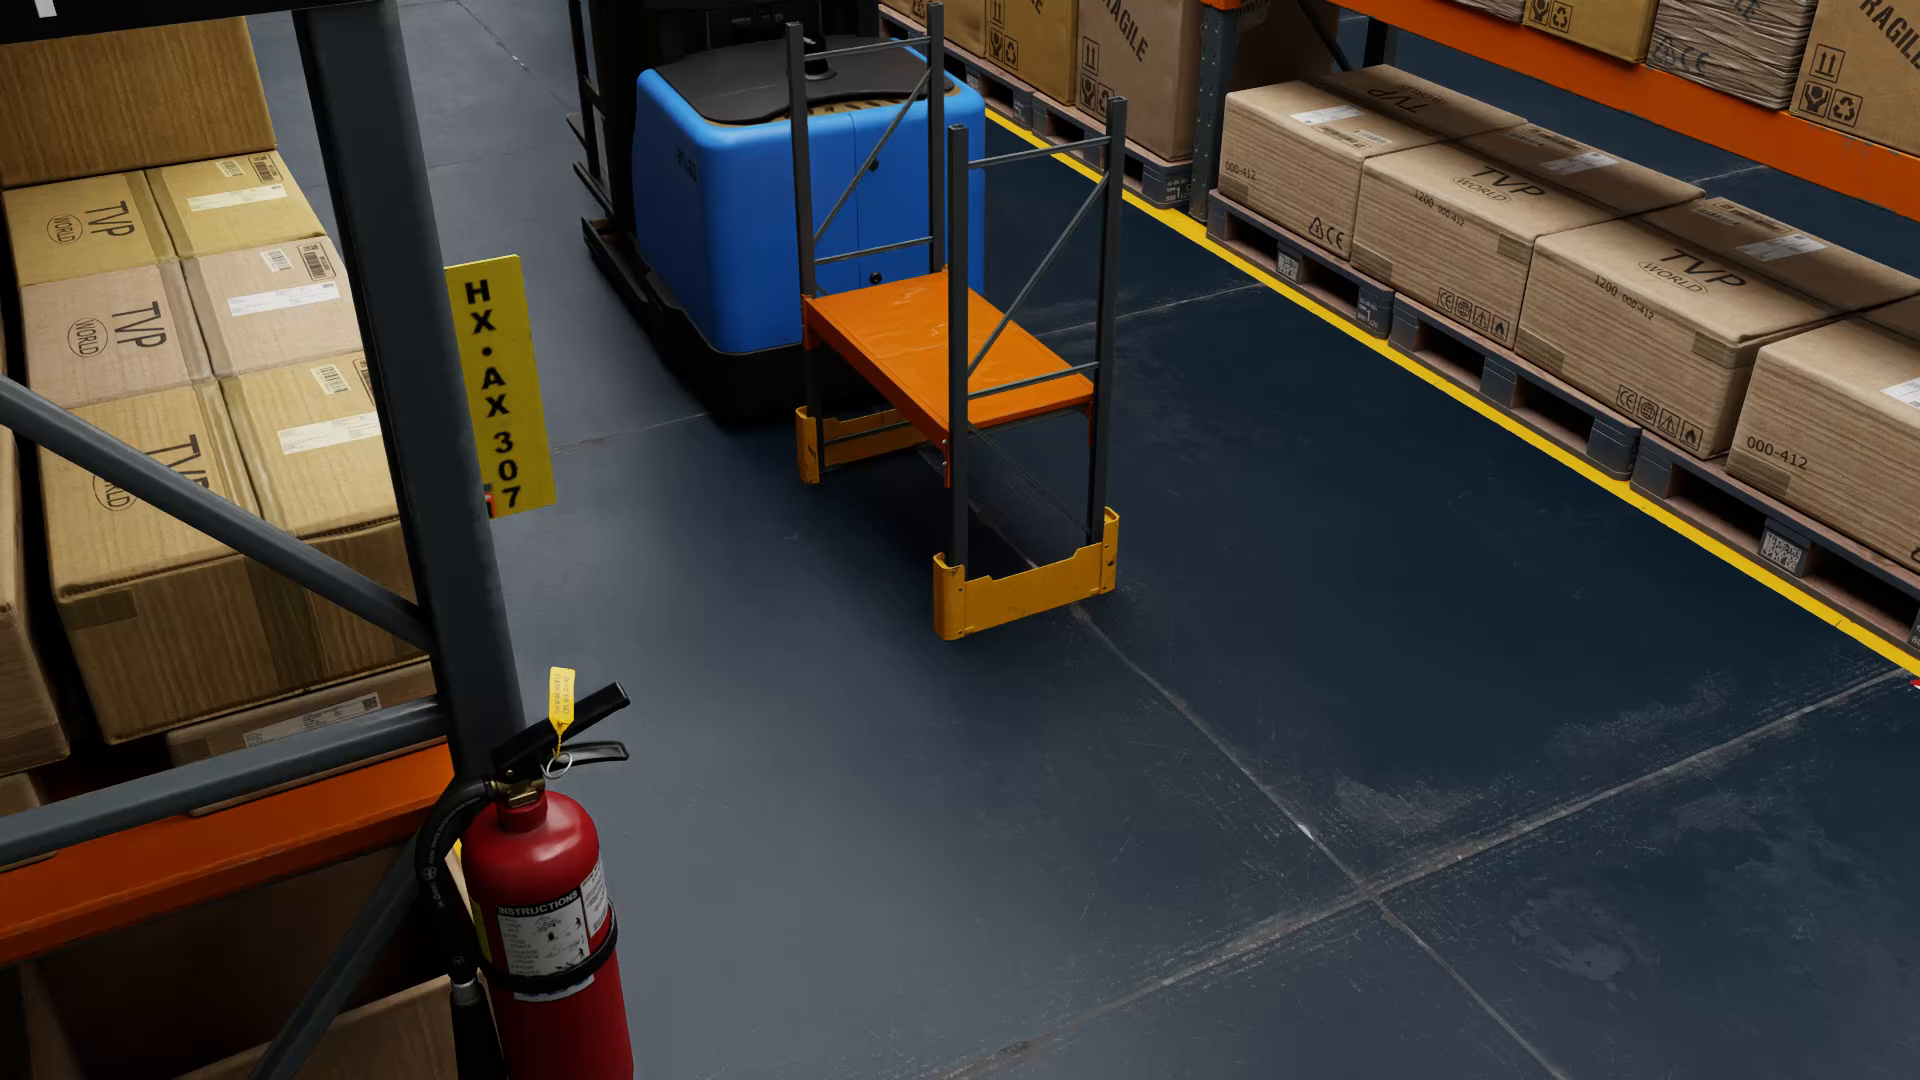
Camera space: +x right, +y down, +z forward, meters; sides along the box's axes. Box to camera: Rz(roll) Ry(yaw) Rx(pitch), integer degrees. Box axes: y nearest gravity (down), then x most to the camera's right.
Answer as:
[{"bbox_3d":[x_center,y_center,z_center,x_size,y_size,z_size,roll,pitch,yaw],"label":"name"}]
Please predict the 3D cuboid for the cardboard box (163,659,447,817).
[{"bbox_3d":[-0.930,0.210,2.374,0.380,0.149,0.250,-16,36,-23],"label":"cardboard box"}]

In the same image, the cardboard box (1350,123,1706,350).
[{"bbox_3d":[2.121,-1.173,6.287,0.875,0.438,0.875,-17,36,-24],"label":"cardboard box"}]

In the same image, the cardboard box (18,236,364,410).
[{"bbox_3d":[-1.228,-0.257,2.733,0.500,0.250,0.500,-15,36,-23],"label":"cardboard box"}]

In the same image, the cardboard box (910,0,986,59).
[{"bbox_3d":[0.301,-3.243,9.111,0.875,0.875,0.875,-15,36,-23],"label":"cardboard box"}]

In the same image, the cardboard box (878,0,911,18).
[{"bbox_3d":[-0.111,-3.670,9.777,0.875,0.875,0.875,-16,36,-24],"label":"cardboard box"}]

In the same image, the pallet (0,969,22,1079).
[{"bbox_3d":[-1.427,1.088,3.356,1.003,0.211,1.213,-16,36,-23],"label":"pallet"}]

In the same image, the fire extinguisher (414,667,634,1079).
[{"bbox_3d":[-0.542,0.474,2.147,0.296,0.674,0.183,-16,36,-23],"label":"fire extinguisher"}]

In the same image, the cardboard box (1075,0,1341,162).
[{"bbox_3d":[1.145,-2.387,7.775,0.875,0.875,0.875,-15,35,-22],"label":"cardboard box"}]

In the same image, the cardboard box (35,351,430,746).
[{"bbox_3d":[-0.992,-0.016,2.358,0.500,0.250,0.500,-16,36,-23],"label":"cardboard box"}]

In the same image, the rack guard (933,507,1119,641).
[{"bbox_3d":[0.197,0.096,4.868,0.587,0.250,0.087,-16,36,-23],"label":"rack guard"}]

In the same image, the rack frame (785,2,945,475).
[{"bbox_3d":[-0.277,-0.915,5.288,0.500,1.500,0.032,-16,36,-23],"label":"rack frame"}]

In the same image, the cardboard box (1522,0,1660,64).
[{"bbox_3d":[2.190,-1.855,5.273,0.500,0.500,0.500,-15,35,-22],"label":"cardboard box"}]

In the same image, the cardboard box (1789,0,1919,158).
[{"bbox_3d":[2.690,-1.369,4.514,0.500,0.500,0.500,-17,36,-24],"label":"cardboard box"}]

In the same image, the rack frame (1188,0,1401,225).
[{"bbox_3d":[1.505,-2.829,6.885,1.000,3.000,0.127,-16,36,-23],"label":"rack frame"}]

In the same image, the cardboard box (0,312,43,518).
[{"bbox_3d":[-1.708,-0.131,2.537,0.500,0.250,0.500,-16,36,-23],"label":"cardboard box"}]

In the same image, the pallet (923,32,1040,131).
[{"bbox_3d":[0.506,-2.587,9.092,1.003,0.211,1.213,-16,36,-23],"label":"pallet"}]

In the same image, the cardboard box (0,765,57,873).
[{"bbox_3d":[-1.411,0.345,2.163,0.380,0.149,0.250,-16,36,-24],"label":"cardboard box"}]

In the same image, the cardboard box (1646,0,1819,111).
[{"bbox_3d":[2.442,-1.612,4.893,0.500,0.500,0.500,-15,36,-22],"label":"cardboard box"}]

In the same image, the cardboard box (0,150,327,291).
[{"bbox_3d":[-1.467,-0.498,3.110,0.500,0.250,0.500,-17,36,-24],"label":"cardboard box"}]

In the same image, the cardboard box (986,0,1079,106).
[{"bbox_3d":[0.717,-2.816,8.445,0.875,0.875,0.875,-15,36,-22],"label":"cardboard box"}]

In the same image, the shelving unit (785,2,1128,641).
[{"bbox_3d":[-0.036,-0.668,4.902,0.587,1.500,1.083,-16,36,-23],"label":"shelving unit"}]

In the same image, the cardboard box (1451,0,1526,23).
[{"bbox_3d":[1.950,-2.101,5.656,0.500,0.500,0.500,-16,36,-23],"label":"cardboard box"}]

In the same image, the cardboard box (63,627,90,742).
[{"bbox_3d":[-1.475,0.209,2.377,0.380,0.149,0.250,-15,35,-22],"label":"cardboard box"}]

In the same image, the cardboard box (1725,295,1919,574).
[{"bbox_3d":[2.974,-0.308,4.936,0.875,0.438,0.875,-17,36,-25],"label":"cardboard box"}]

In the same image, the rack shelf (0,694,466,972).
[{"bbox_3d":[-1.952,-0.321,3.638,1.077,0.370,4.000,-16,36,-23],"label":"rack shelf"}]

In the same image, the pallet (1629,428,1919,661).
[{"bbox_3d":[2.928,-0.108,5.223,1.003,0.211,1.213,-16,36,-23],"label":"pallet"}]

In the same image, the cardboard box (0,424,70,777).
[{"bbox_3d":[-1.468,0.115,2.153,0.500,0.250,0.500,-15,36,-22],"label":"cardboard box"}]

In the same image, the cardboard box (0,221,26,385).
[{"bbox_3d":[-1.935,-0.369,2.908,0.500,0.250,0.500,-15,35,-22],"label":"cardboard box"}]

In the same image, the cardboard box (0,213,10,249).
[{"bbox_3d":[-2.178,-0.618,3.298,0.500,0.250,0.500,-16,36,-23],"label":"cardboard box"}]

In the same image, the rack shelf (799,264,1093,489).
[{"bbox_3d":[-0.040,-0.521,5.006,0.538,0.185,1.000,-16,36,-23],"label":"rack shelf"}]

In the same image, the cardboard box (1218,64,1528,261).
[{"bbox_3d":[1.703,-1.600,6.953,0.875,0.438,0.875,-16,36,-24],"label":"cardboard box"}]

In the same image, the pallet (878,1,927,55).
[{"bbox_3d":[-0.059,-3.169,10.000,1.003,0.211,1.213,-16,36,-23],"label":"pallet"}]

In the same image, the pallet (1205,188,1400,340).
[{"bbox_3d":[1.791,-1.272,7.040,1.003,0.211,1.213,-16,36,-23],"label":"pallet"}]

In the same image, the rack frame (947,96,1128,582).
[{"bbox_3d":[0.197,-0.430,4.530,0.500,1.500,0.032,-16,36,-23],"label":"rack frame"}]

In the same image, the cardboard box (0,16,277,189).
[{"bbox_3d":[-1.692,-1.048,3.273,0.500,0.500,0.500,-15,36,-22],"label":"cardboard box"}]

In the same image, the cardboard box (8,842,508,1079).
[{"bbox_3d":[-1.221,0.889,3.007,0.797,0.503,0.637,-17,37,-25],"label":"cardboard box"}]

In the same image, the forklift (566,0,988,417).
[{"bbox_3d":[-0.969,-2.444,6.347,1.130,2.935,3.031,-14,35,-20],"label":"forklift"}]

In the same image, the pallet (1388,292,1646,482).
[{"bbox_3d":[2.363,-0.689,6.130,1.003,0.211,1.213,-16,36,-23],"label":"pallet"}]

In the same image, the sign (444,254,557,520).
[{"bbox_3d":[-0.539,-0.171,1.934,0.100,0.325,0.005,-16,36,-23],"label":"sign"}]

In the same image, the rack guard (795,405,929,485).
[{"bbox_3d":[-0.268,-0.379,5.610,0.587,0.250,0.087,-16,36,-23],"label":"rack guard"}]

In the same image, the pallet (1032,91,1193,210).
[{"bbox_3d":[1.079,-2.004,8.183,1.003,0.211,1.213,-16,36,-23],"label":"pallet"}]

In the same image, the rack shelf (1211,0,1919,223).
[{"bbox_3d":[2.438,-1.572,5.589,1.077,0.370,4.000,-16,36,-23],"label":"rack shelf"}]

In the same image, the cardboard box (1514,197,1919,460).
[{"bbox_3d":[2.540,-0.743,5.614,0.875,0.438,0.875,-15,36,-22],"label":"cardboard box"}]

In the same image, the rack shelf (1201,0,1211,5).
[{"bbox_3d":[0.573,-3.481,8.569,1.077,0.370,4.000,-16,36,-23],"label":"rack shelf"}]

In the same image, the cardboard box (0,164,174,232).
[{"bbox_3d":[-1.724,-0.737,3.482,0.500,0.250,0.500,-17,36,-24],"label":"cardboard box"}]
